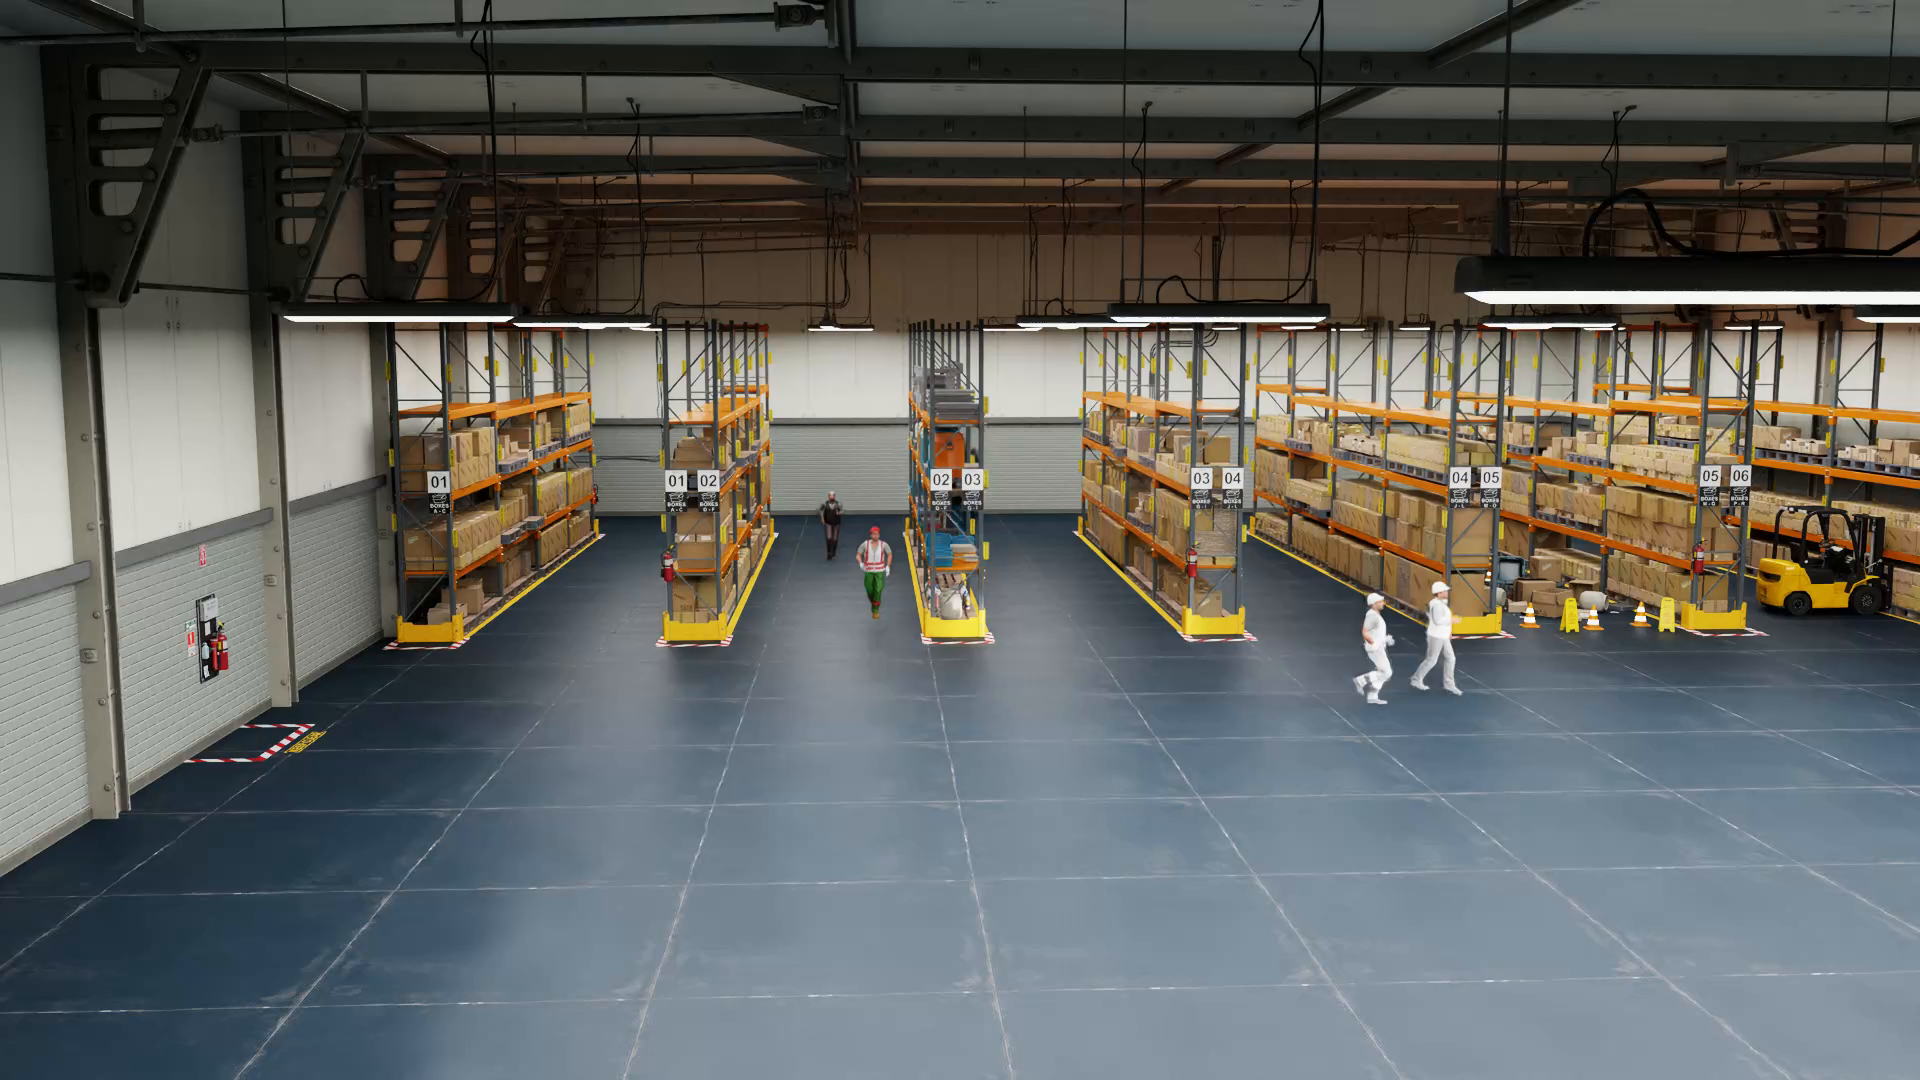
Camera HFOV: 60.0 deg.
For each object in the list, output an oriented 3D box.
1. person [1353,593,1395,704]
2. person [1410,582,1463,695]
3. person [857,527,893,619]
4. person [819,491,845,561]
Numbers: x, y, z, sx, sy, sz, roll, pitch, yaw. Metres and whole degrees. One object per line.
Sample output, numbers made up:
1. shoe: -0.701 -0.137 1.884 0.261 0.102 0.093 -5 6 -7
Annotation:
1. person: 6.422 1.686 25.789 0.601 1.738 0.658 2 7 18
2. person: 7.622 1.561 26.497 0.801 1.806 0.654 3 8 24
3. person: -1.647 0.617 32.050 0.694 1.762 0.523 0 7 -1
4. person: -3.257 -0.351 42.335 0.639 1.781 0.724 -1 7 -11
